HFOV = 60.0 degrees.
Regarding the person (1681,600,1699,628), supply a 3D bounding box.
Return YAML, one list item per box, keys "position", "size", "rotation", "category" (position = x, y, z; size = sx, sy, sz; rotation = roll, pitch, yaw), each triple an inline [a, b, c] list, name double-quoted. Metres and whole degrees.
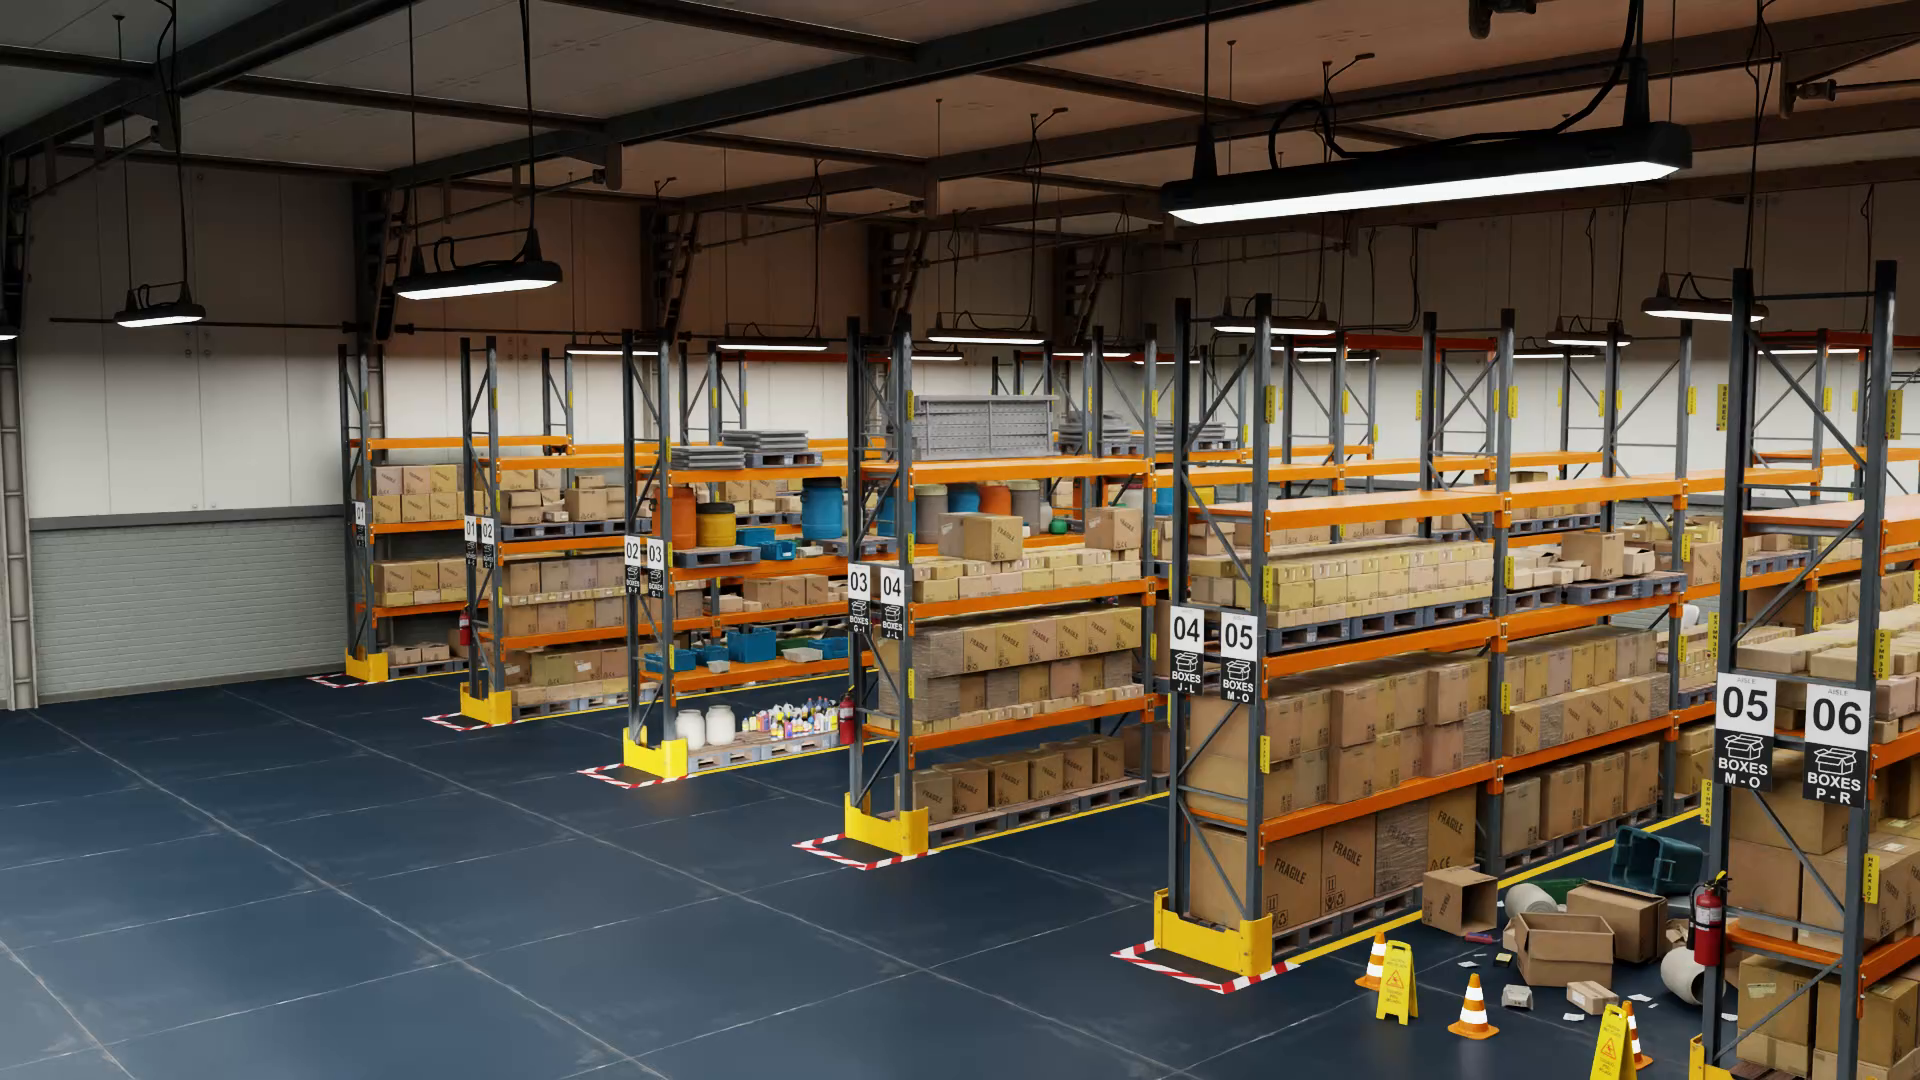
- position: [12.418, 1.744, 28.519]
  size: [0.615, 1.832, 0.541]
  rotation: [-1, 5, -15]
  category: "person"
